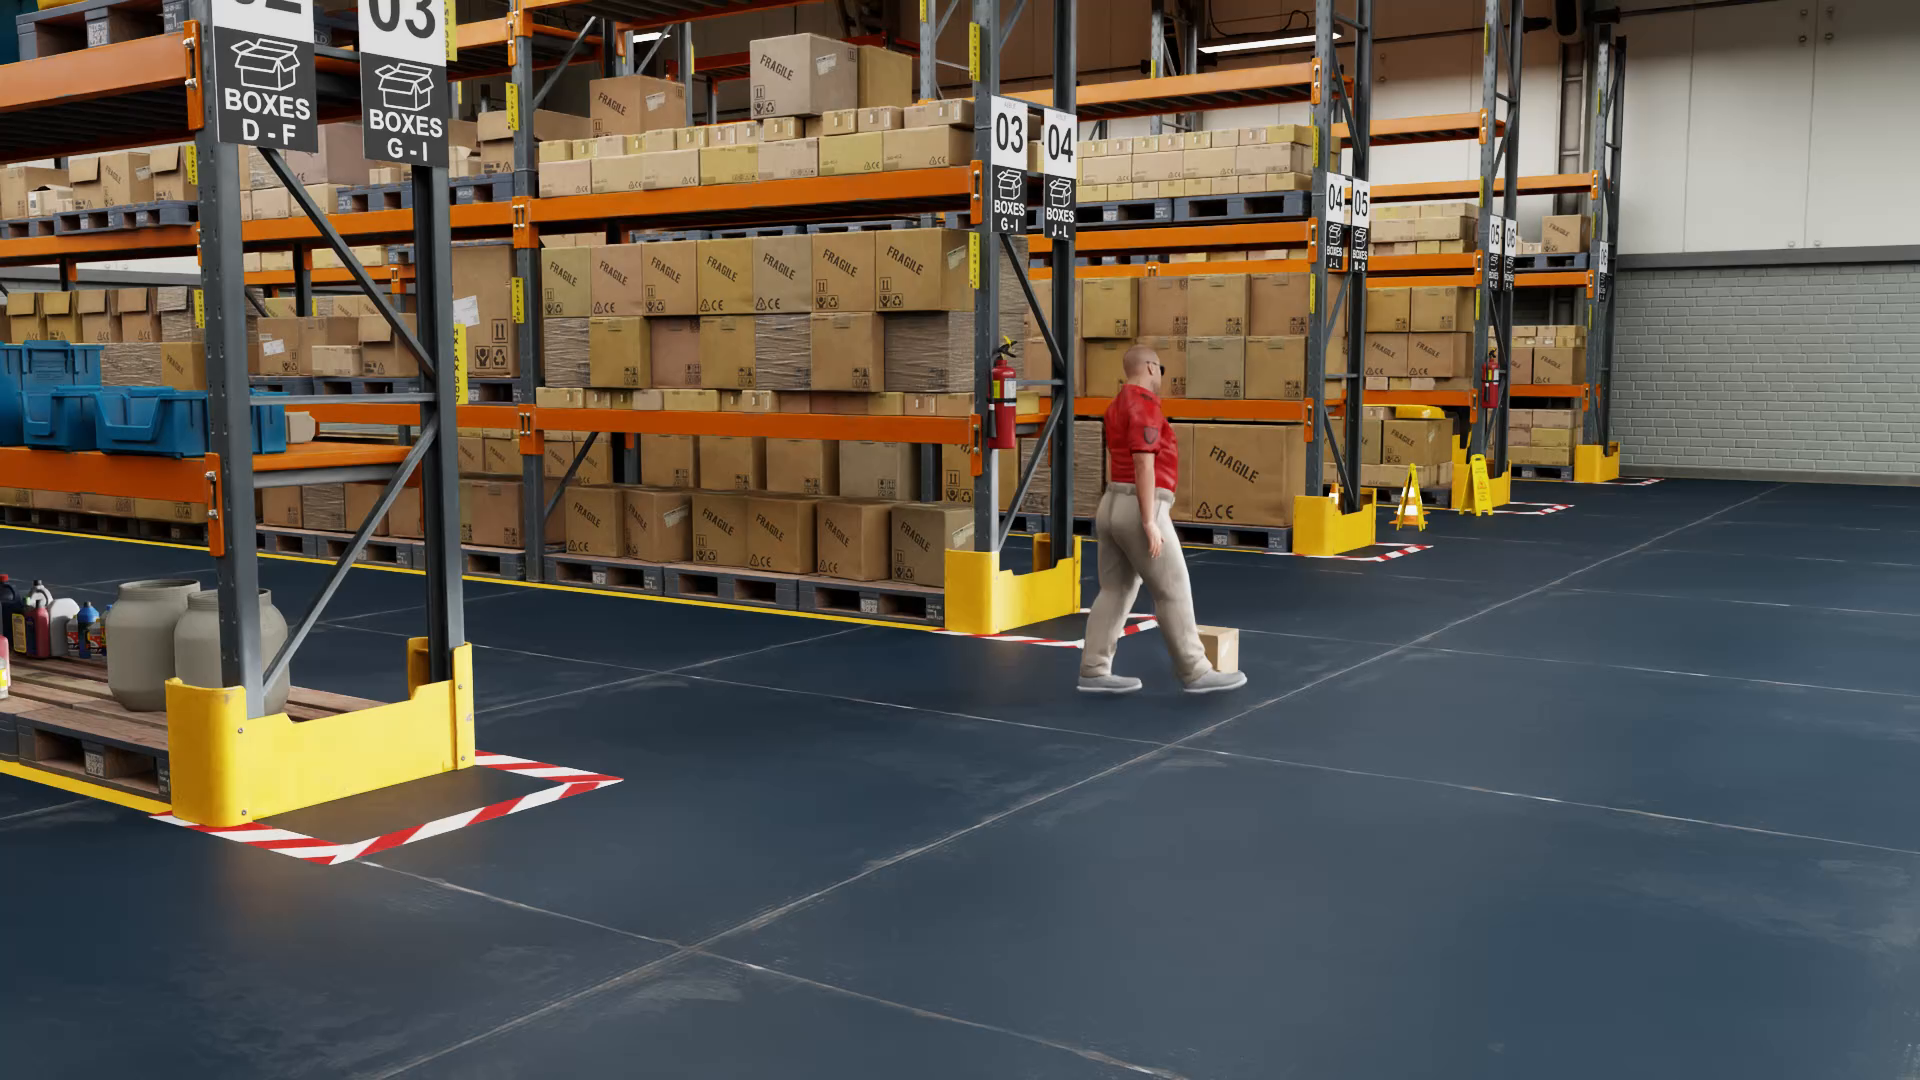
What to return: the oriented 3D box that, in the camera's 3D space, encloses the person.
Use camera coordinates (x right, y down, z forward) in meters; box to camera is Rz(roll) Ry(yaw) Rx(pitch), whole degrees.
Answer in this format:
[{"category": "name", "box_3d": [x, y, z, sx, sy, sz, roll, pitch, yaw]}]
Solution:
[{"category": "person", "box_3d": [0.970, -0.099, 8.117, 0.777, 1.701, 0.587, -2, 7, -17]}]
